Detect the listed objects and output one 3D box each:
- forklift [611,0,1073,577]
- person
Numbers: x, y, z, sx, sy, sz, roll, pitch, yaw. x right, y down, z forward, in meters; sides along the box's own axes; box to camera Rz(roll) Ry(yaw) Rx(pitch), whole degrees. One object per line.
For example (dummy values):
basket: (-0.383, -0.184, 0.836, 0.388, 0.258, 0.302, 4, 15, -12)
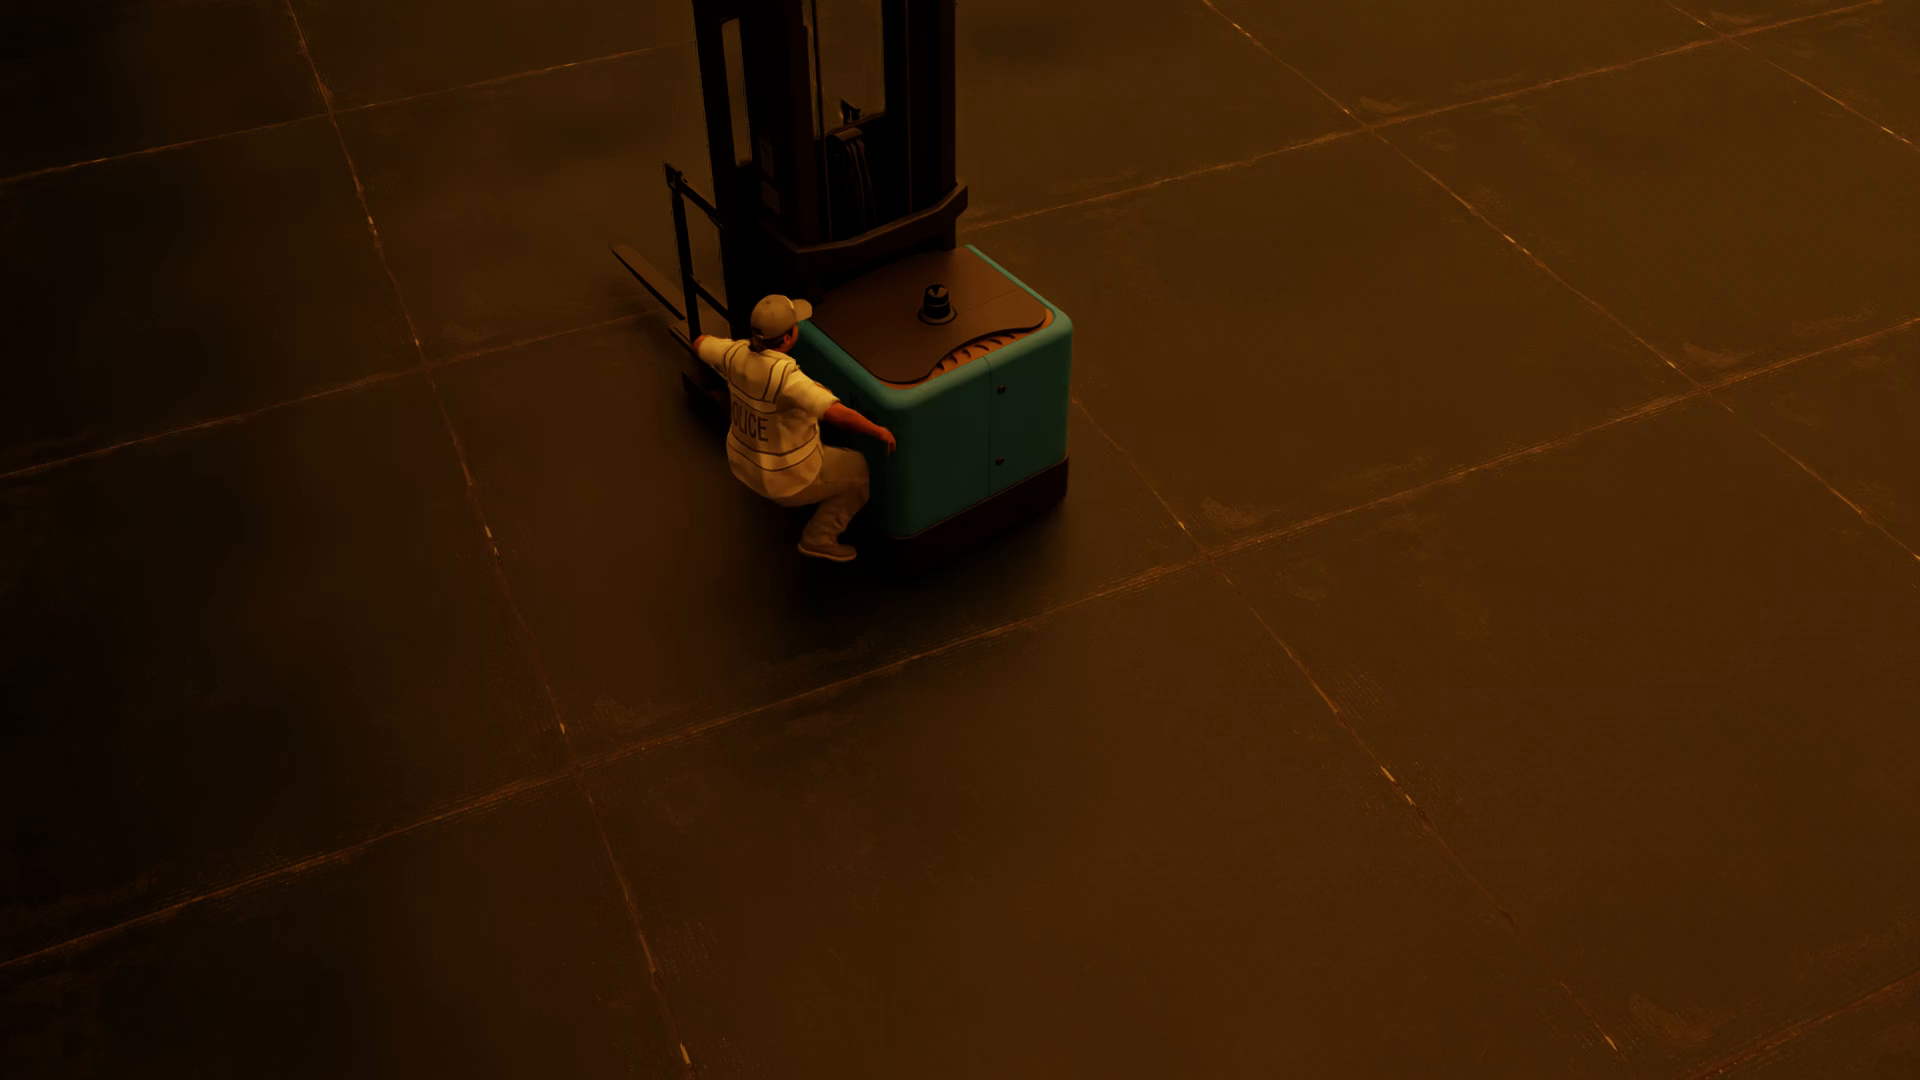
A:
forklift: (-0.771, -1.861, 7.674, 1.130, 2.935, 3.031, -27, 49, -26)
person: (-0.653, -0.518, 7.224, 0.800, 1.442, 0.998, -34, 53, -31)
